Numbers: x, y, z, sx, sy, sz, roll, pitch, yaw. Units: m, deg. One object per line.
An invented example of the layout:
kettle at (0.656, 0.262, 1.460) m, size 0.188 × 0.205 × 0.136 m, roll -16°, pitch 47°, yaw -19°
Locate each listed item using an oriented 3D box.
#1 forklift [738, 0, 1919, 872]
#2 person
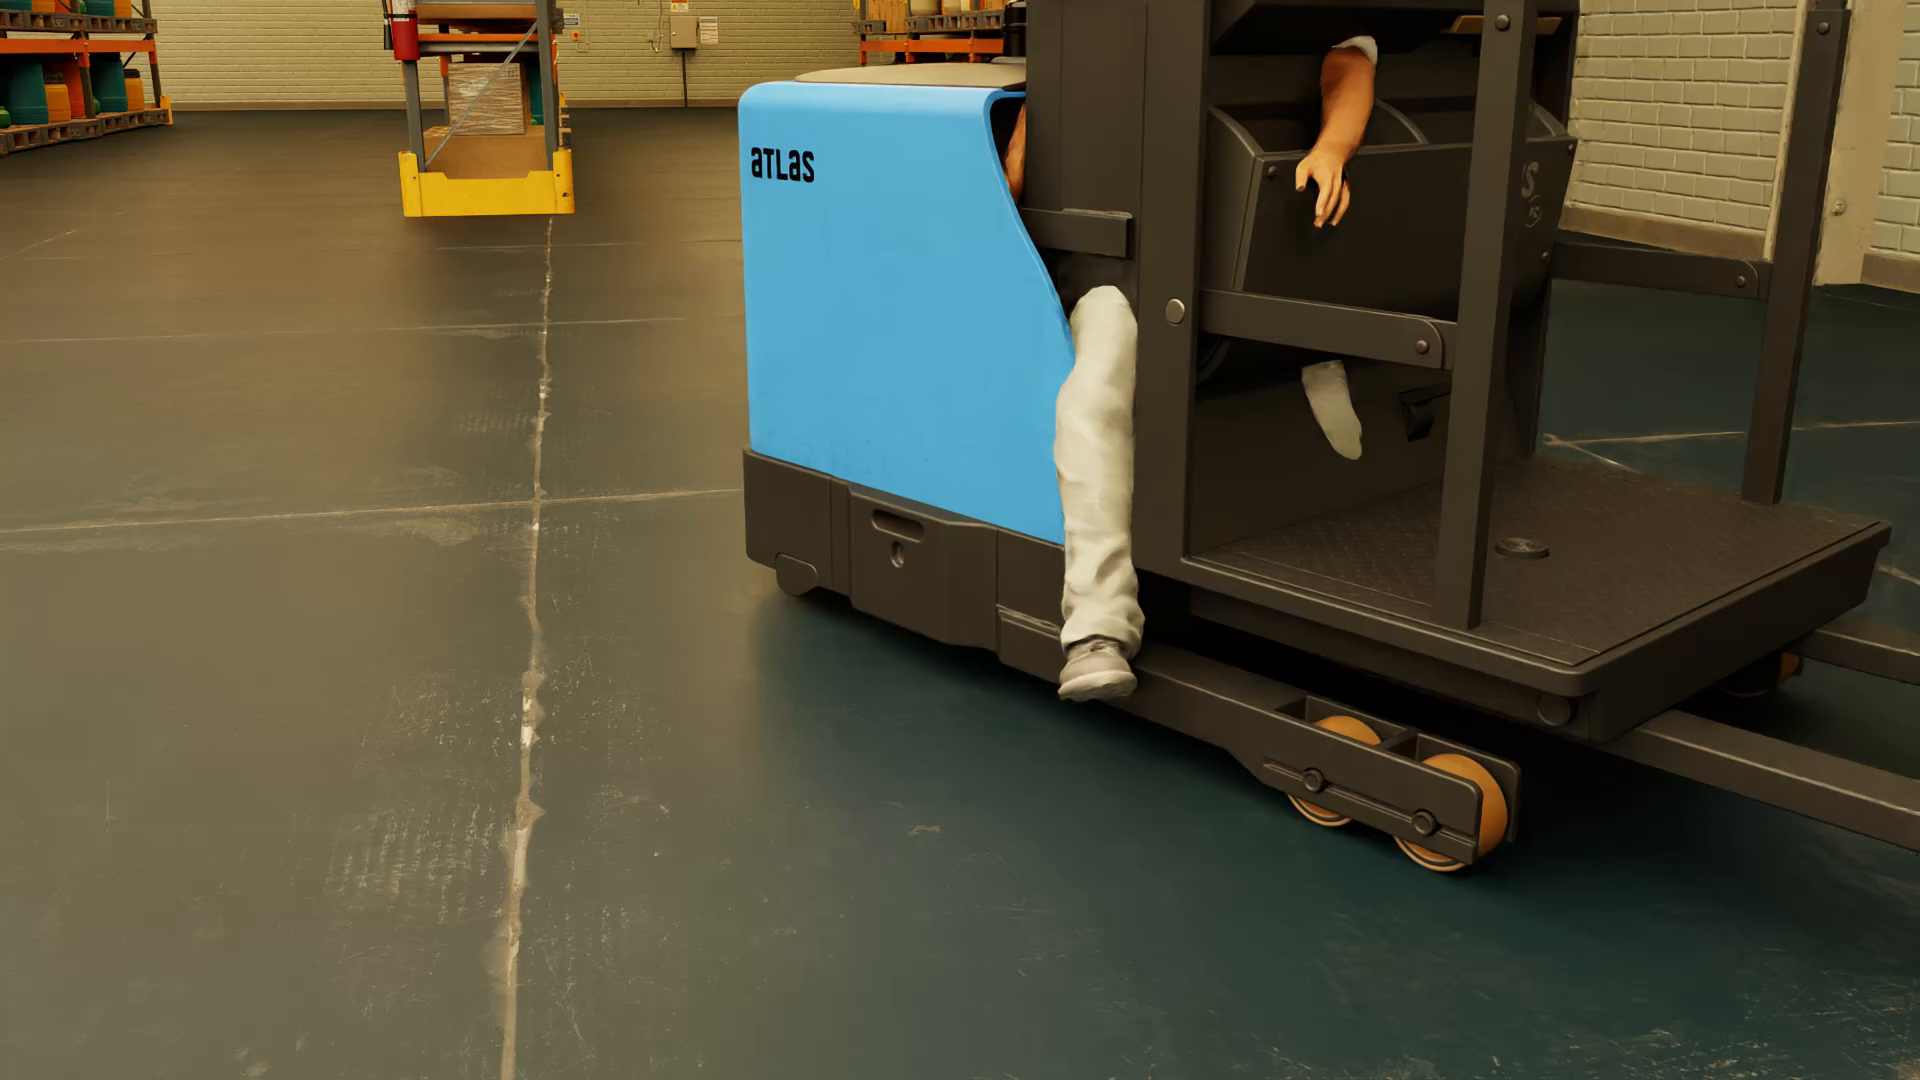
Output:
forklift at (0.889, -1.090, 2.537) m, size 1.130 × 2.935 × 3.031 m, roll -14°, pitch 22°, yaw -40°
person at (0.447, -0.503, 2.795) m, size 0.864 × 1.529 × 1.012 m, roll 1°, pitch 17°, yaw 4°
